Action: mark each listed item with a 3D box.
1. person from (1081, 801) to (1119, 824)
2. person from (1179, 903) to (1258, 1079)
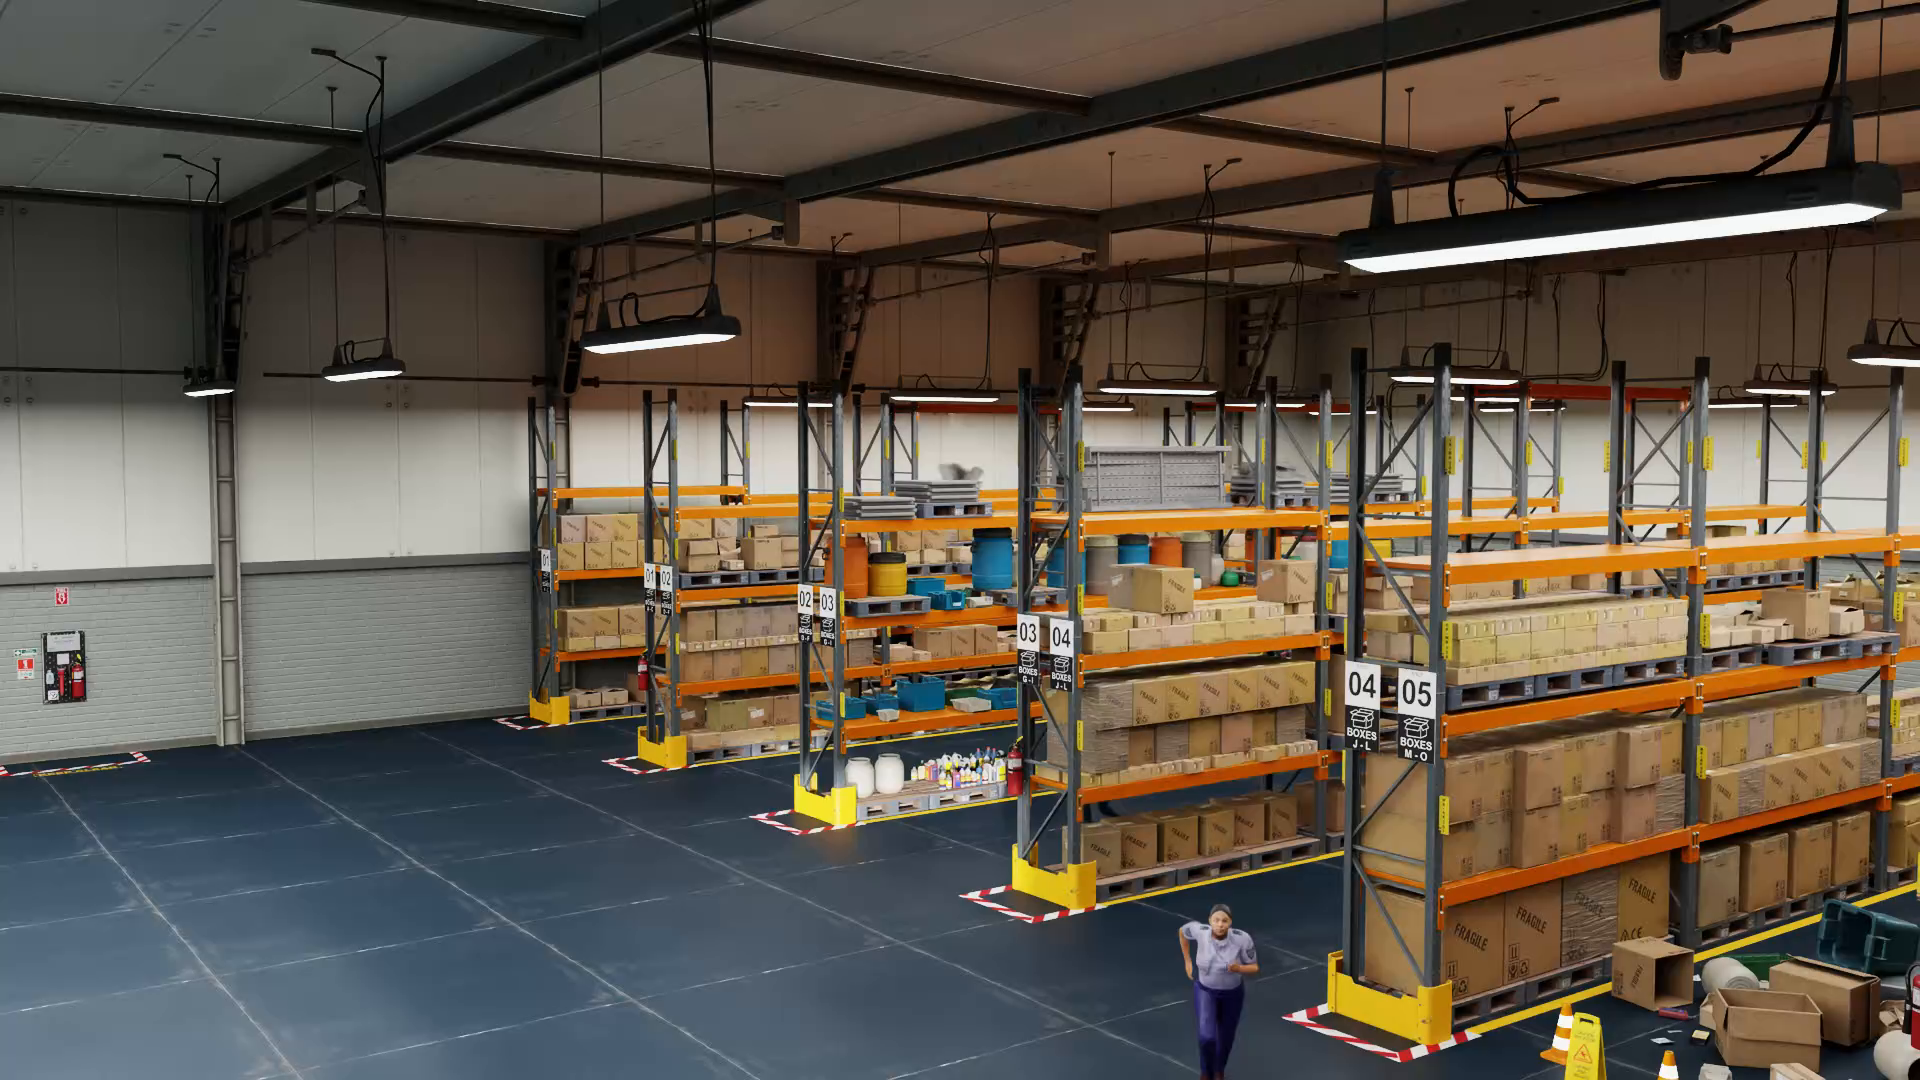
[{"bbox_3d":[1.758,3.090,21.180,0.781,1.609,0.532,-3,4,-37],"label":"person"},{"bbox_3d":[2.021,3.589,13.035,0.593,1.567,0.851,0,3,4],"label":"person"}]
